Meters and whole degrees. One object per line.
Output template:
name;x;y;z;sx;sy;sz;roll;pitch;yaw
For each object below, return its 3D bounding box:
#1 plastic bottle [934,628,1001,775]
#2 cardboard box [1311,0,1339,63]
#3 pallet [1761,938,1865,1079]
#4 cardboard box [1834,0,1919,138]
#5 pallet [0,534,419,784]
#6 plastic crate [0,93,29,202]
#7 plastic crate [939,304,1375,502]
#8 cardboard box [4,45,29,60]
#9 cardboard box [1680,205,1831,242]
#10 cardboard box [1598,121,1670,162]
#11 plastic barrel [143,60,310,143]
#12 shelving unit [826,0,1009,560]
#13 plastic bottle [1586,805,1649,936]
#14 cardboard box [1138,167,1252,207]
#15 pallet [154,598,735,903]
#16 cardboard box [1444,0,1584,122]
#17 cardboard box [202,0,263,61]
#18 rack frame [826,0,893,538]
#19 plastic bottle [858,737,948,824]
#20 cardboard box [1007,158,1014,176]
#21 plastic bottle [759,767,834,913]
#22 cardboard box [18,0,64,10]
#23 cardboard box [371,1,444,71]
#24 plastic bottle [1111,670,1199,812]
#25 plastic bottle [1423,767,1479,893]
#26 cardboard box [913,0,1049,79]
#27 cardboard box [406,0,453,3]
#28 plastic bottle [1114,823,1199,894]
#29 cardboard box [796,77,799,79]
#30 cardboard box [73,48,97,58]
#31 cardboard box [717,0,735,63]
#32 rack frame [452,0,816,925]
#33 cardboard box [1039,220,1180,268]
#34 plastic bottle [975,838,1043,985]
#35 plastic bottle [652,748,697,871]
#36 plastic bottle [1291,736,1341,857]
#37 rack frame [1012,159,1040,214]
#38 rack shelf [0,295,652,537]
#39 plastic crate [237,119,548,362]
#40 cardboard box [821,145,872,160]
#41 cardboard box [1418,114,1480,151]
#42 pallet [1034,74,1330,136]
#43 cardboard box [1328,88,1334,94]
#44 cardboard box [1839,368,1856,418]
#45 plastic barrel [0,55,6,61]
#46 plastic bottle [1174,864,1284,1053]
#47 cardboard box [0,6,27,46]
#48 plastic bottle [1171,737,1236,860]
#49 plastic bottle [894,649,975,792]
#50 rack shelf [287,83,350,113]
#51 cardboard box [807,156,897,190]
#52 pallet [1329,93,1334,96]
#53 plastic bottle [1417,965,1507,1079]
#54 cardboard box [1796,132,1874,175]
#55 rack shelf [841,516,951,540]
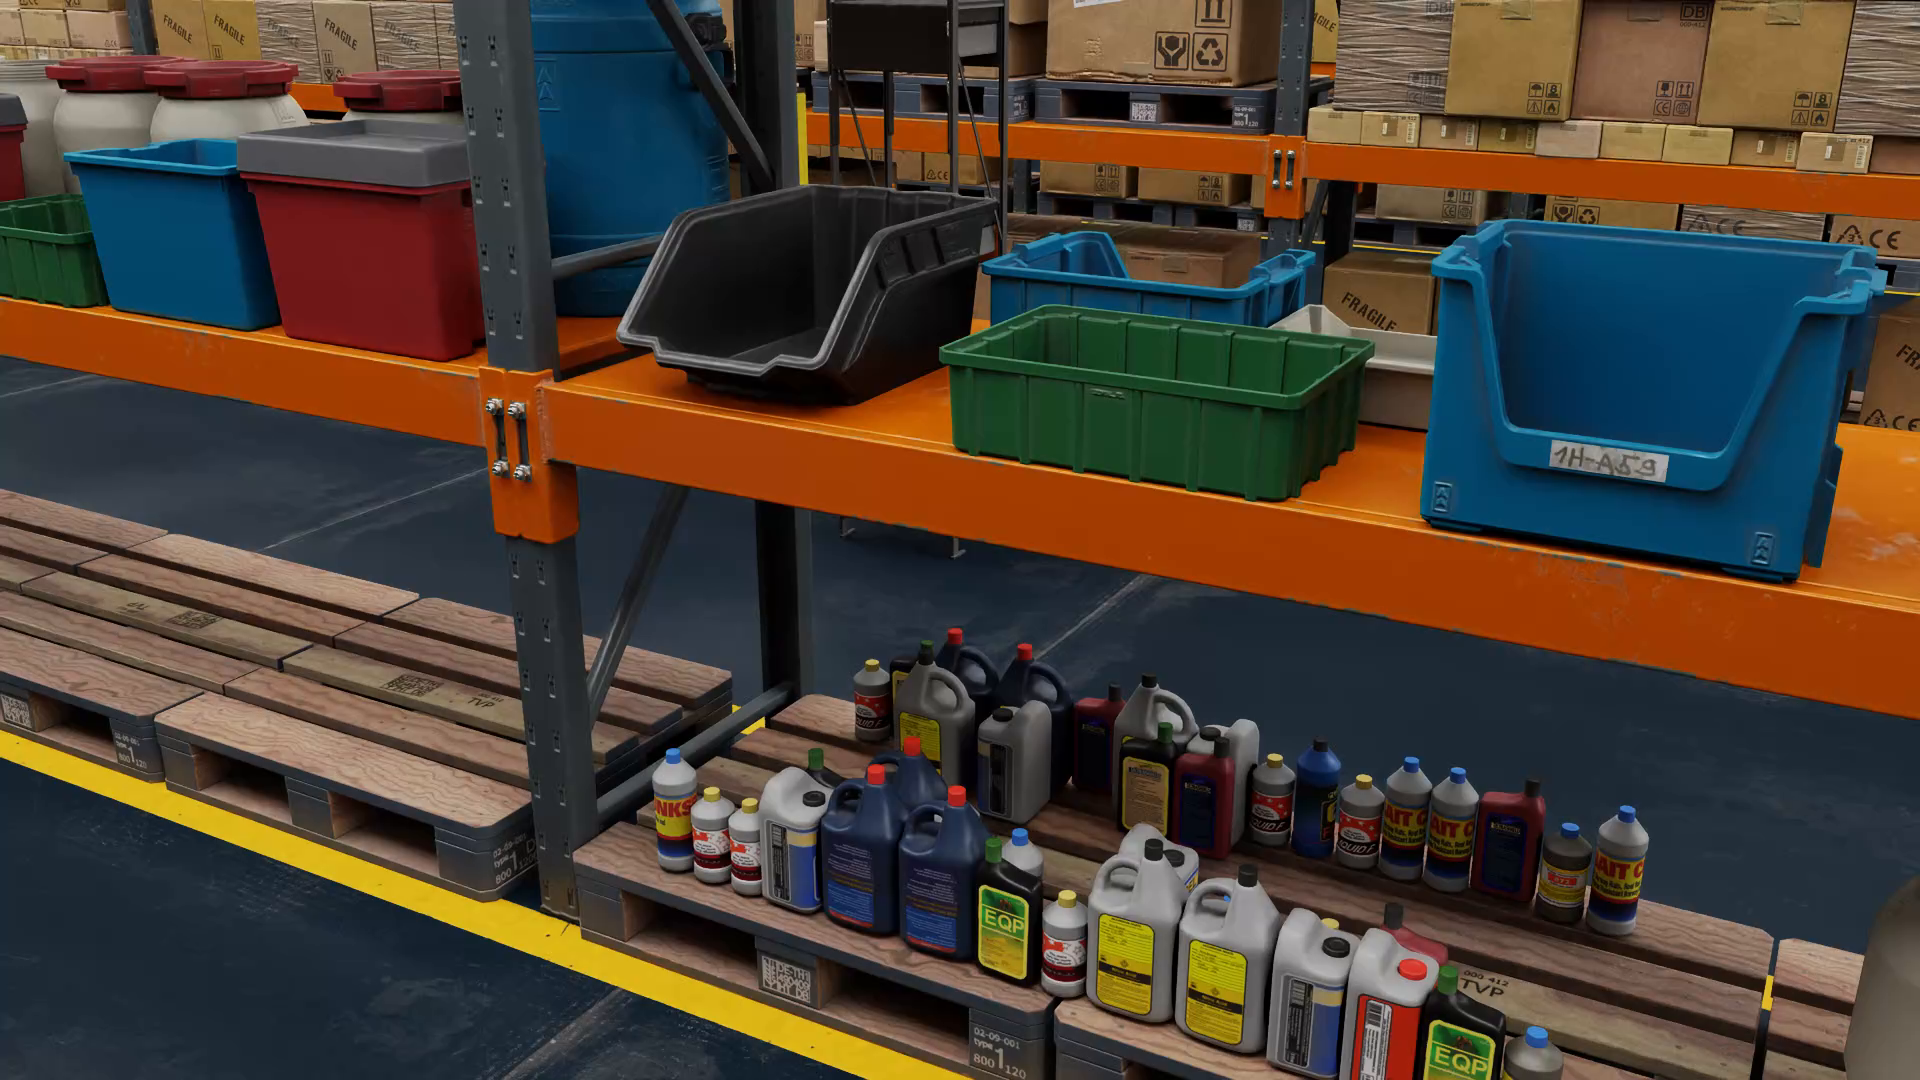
plastic bottle;0.009;0.392;4.126;0.185;0.351;0.144;10;22;26
cardboard box;2.760;-3.825;12.363;0.500;0.500;0.500;11;23;28
pallet;2.002;1.173;2.823;1.213;0.211;1.003;11;23;27
cardboard box;3.836;-1.907;6.641;0.500;0.500;0.875;11;23;27
pallet;-2.468;0.321;5.170;1.213;0.211;1.003;11;23;27
plastic crate;-2.925;-1.004;4.639;0.583;0.464;0.402;11;23;27
plastic crate;0.353;-0.259;2.990;0.662;0.188;0.450;11;23;27
cardboard box;-6.587;-3.479;11.926;0.250;0.149;0.380;11;23;28
cardboard box;5.532;-2.527;11.432;0.875;0.875;0.875;11;23;28
cardboard box;2.866;-1.699;7.017;0.250;0.149;0.380;11;23;27
plastic barrel;-2.063;-1.078;4.740;0.433;0.535;0.433;0;20;0
shelving unit;-0.145;-1.015;6.083;0.503;2.100;0.431;11;23;27
plastic bottle;1.367;0.679;3.451;0.097;0.271;0.097;0;20;0
cardboard box;1.989;-3.135;13.292;0.750;0.750;1.050;11;23;28
pallet;-1.399;0.524;4.612;1.213;0.211;1.003;11;23;27
cardboard box;2.503;-2.143;7.290;0.500;0.500;0.875;11;23;27
cardboard box;-4.544;-3.286;10.878;0.500;0.500;0.500;11;23;27
rack frame;-0.358;-1.055;6.195;0.015;2.100;0.400;11;23;27
plastic bottle;-0.121;0.585;3.592;0.185;0.351;0.144;11;23;27
cardboard box;0.243;-3.483;14.619;0.500;0.500;0.500;10;22;25
plastic bottle;-0.334;0.635;3.566;0.135;0.276;0.152;12;23;29
cardboard box;-6.230;-3.976;11.612;0.500;0.500;0.500;11;23;28
cardboard box;-3.210;-3.033;10.181;0.500;0.500;0.500;10;22;26
plastic bottle;0.458;0.477;3.890;0.185;0.351;0.144;11;22;27
plastic bottle;1.068;0.622;3.608;0.097;0.271;0.097;0;20;0
cardboard box;0.163;-2.649;8.503;0.637;0.503;0.797;13;24;33
cardboard box;-2.969;-3.562;10.168;0.637;0.503;0.797;11;23;29
plastic bottle;0.394;0.717;3.338;0.135;0.276;0.152;11;23;27
cardboard box;-1.540;-4.170;15.411;0.500;0.250;0.500;12;23;30
cardboard box;-5.914;-3.351;11.572;0.250;0.149;0.380;11;23;28
cardboard box;-1.280;-2.974;9.403;0.500;0.500;0.500;8;21;21
rack frame;-0.694;-0.668;3.808;0.127;3.000;1.000;11;23;27
cardboard box;0.789;-1.368;8.757;0.500;0.500;0.700;11;22;27
plastic bottle;0.097;0.731;3.289;0.133;0.283;0.061;12;23;30
plastic bottle;-0.630;0.591;3.692;0.097;0.271;0.097;0;20;0
plastic bottle;0.804;0.571;3.747;0.097;0.271;0.097;0;20;0
rack frame;0.736;-4.268;13.731;0.127;3.000;1.000;11;23;27
rack shelf;-2.440;-0.662;4.848;4.000;0.370;1.077;11;23;27
plastic crate;-1.266;-0.688;3.768;0.583;0.464;0.402;11;23;27
cardboard box;-0.887;-3.492;14.643;0.500;0.500;0.500;10;22;25
cardboard box;2.206;-1.820;7.353;0.250;0.149;0.380;11;23;27
pallet;1.125;-2.223;8.375;1.213;0.211;1.003;11;23;27
cardboard box;5.006;-6.265;22.287;0.500;0.500;0.500;12;23;29
cardboard box;3.601;-0.807;7.242;0.500;0.500;0.500;13;24;32
plastic barrel;-3.184;-1.278;5.326;0.421;0.512;0.421;0;20;0
plastic bottle;0.507;0.761;3.107;0.185;0.351;0.144;12;23;30
cardboard box;-6.675;-3.708;11.971;0.500;0.250;0.500;11;23;28
plastic bottle;0.547;0.569;3.736;0.133;0.283;0.061;11;23;27
plastic bottle;-0.062;0.435;4.008;0.185;0.351;0.144;11;23;27
rack shelf;-3.517;-2.802;10.746;4.000;0.370;1.077;11;23;27
cardboard box;-0.703;-2.004;9.413;0.500;0.250;0.500;14;24;33
pallet;4.846;-6.061;22.764;1.213;0.211;1.003;11;23;27
plastic bottle;0.870;0.878;2.883;0.133;0.283;0.061;11;23;29
cardboard box;3.503;-1.563;6.645;0.250;0.149;0.380;11;23;27
rack shelf;-0.145;-0.344;6.326;0.480;0.518;0.431;11;23;27
